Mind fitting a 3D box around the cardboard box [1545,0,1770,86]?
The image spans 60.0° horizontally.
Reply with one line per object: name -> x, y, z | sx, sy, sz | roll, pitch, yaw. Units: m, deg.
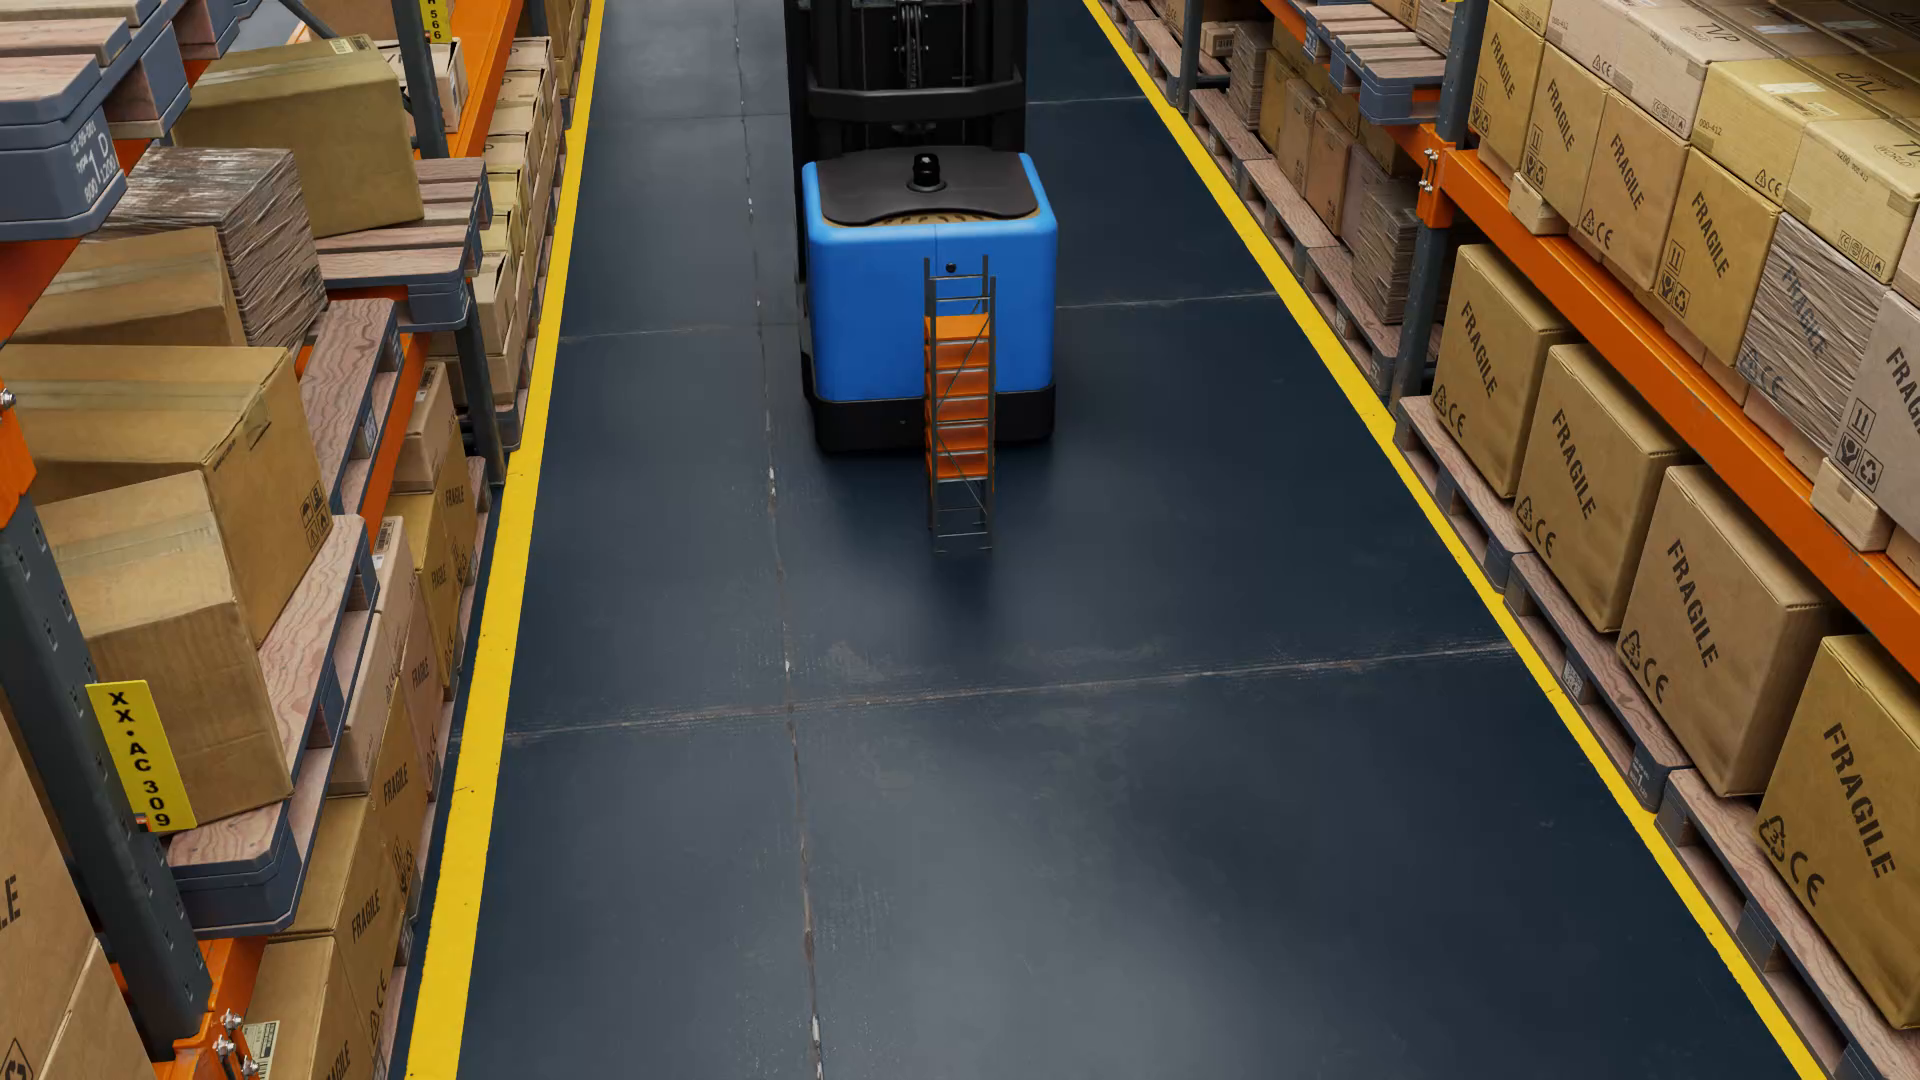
cardboard box -> 2.343, -1.750, 5.617 | 0.500, 0.250, 0.500 | -5, 35, -7

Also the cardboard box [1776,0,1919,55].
cardboard box -> 2.914, -1.513, 5.270 | 0.500, 0.250, 0.500 | -5, 35, -8

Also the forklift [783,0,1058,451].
forklift -> -0.270, -2.411, 7.685 | 1.130, 2.935, 3.031 | -4, 34, -6

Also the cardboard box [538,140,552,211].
cardboard box -> -2.503, -1.955, 9.024 | 0.500, 0.250, 0.500 | -4, 34, -5

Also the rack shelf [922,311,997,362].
rack shelf -> -0.002, -0.765, 6.246 | 0.258, 0.103, 0.180 | -4, 35, -6

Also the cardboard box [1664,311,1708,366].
cardboard box -> 2.496, -0.688, 5.302 | 0.380, 0.149, 0.250 | -4, 34, -6

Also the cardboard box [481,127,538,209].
cardboard box -> -2.438, -1.911, 8.461 | 0.500, 0.311, 0.500 | -5, 35, -7

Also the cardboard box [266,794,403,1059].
cardboard box -> -1.812, 1.035, 4.396 | 0.500, 0.500, 0.500 | -4, 34, -6

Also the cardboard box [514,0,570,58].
cardboard box -> -2.734, -3.325, 10.368 | 0.500, 0.500, 0.500 | -4, 35, -6

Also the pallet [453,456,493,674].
pallet -> -2.381, 0.109, 6.403 | 1.003, 0.211, 1.213 | -4, 35, -6

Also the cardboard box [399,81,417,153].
cardboard box -> -2.450, -1.632, 6.561 | 0.500, 0.311, 0.500 | -2, 34, -3

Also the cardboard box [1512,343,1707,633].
cardboard box -> 2.545, -0.216, 5.939 | 0.750, 0.750, 0.750 | -5, 35, -7

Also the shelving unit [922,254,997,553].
shelving unit -> -0.002, -0.504, 6.424 | 0.258, 1.200, 0.189 | -4, 35, -6

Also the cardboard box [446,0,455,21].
cardboard box -> -2.757, -2.733, 8.008 | 0.500, 0.500, 0.500 | -4, 35, -6

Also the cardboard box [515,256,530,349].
cardboard box -> -2.292, -1.095, 7.762 | 0.500, 0.250, 0.500 | -5, 35, -8

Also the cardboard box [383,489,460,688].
cardboard box -> -2.016, 0.181, 5.650 | 0.500, 0.500, 0.500 | -6, 35, -8

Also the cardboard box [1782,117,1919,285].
cardboard box -> 2.558, -0.902, 4.374 | 0.500, 0.250, 0.500 | -4, 34, -5

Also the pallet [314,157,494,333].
pallet -> -2.283, -1.011, 5.740 | 1.213, 0.211, 1.003 | -4, 35, -6

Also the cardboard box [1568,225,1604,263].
cardboard box -> 2.412, -1.116, 5.930 | 0.380, 0.149, 0.250 | -5, 35, -7

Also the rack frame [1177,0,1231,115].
rack frame -> 1.926, -4.072, 10.062 | 1.000, 3.000, 0.127 | -4, 35, -6

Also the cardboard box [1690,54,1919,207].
cardboard box -> 2.489, -1.187, 4.791 | 0.500, 0.250, 0.500 | -5, 35, -7

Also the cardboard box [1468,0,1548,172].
cardboard box -> 2.276, -1.722, 6.243 | 0.500, 0.500, 0.500 | -3, 34, -5

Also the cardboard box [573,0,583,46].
cardboard box -> -2.868, -3.573, 11.398 | 0.500, 0.250, 0.500 | -4, 35, -6

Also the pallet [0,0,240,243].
pallet -> -1.924, -0.762, 2.708 | 1.213, 0.211, 1.003 | -4, 35, -6

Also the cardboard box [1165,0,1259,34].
cardboard box -> 1.747, -3.797, 11.487 | 0.500, 0.500, 0.500 | -7, 35, -10

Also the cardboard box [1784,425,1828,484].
cardboard box -> 2.568, -0.251, 4.660 | 0.380, 0.149, 0.250 | -4, 35, -6

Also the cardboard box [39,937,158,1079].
cardboard box -> -1.584, 0.987, 2.549 | 0.500, 0.500, 0.500 | -4, 34, -6

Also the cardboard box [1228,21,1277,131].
cardboard box -> 2.042, -2.812, 10.041 | 0.700, 0.500, 0.500 | -3, 34, -5

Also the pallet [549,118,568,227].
pallet -> -2.844, -2.135, 9.695 | 1.003, 0.211, 1.213 | -4, 35, -6

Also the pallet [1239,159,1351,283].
pallet -> 2.200, -1.803, 9.209 | 1.003, 0.211, 1.213 | -4, 35, -6

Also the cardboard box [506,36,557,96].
cardboard box -> -2.643, -2.760, 9.707 | 0.500, 0.311, 0.500 | -4, 35, -6

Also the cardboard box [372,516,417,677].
cardboard box -> -1.932, 0.184, 4.979 | 0.500, 0.250, 0.500 | -5, 35, -7

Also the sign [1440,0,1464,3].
sign -> 1.928, -2.240, 6.415 | 0.100, 0.325, 0.005 | -4, 35, -6

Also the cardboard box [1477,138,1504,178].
cardboard box -> 2.279, -1.543, 6.556 | 0.380, 0.149, 0.250 | -5, 35, -7

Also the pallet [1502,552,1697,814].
pallet -> 2.656, 0.437, 5.921 | 1.003, 0.211, 1.213 | -4, 35, -6

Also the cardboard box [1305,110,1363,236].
cardboard box -> 2.267, -1.958, 8.789 | 0.700, 0.500, 0.500 | -5, 35, -7

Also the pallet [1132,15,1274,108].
pallet -> 1.801, -3.292, 11.393 | 1.003, 0.211, 1.213 | -4, 35, -6

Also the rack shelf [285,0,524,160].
rack shelf -> -2.713, -2.282, 8.073 | 1.077, 0.370, 4.000 | -4, 35, -6

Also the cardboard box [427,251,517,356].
cardboard box -> -2.223, -1.046, 7.193 | 0.500, 0.311, 0.500 | -3, 34, -5

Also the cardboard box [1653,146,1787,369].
cardboard box -> 2.481, -0.862, 4.981 | 0.500, 0.500, 0.500 | -3, 34, -5

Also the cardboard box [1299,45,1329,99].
cardboard box -> 2.178, -2.586, 9.044 | 0.500, 0.250, 0.500 | -5, 35, -8

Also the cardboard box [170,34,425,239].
cardboard box -> -2.248, -1.335, 5.583 | 0.700, 0.500, 0.500 | -16, 37, -22

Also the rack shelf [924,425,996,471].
rack shelf -> -0.002, -0.368, 6.517 | 0.258, 0.103, 0.180 | -4, 35, -6

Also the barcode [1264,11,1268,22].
barcode -> 2.109, -3.602, 11.450 | 0.001, 0.075, 0.075 | -4, 35, -6

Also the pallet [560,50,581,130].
pallet -> -3.047, -2.990, 10.950 | 1.003, 0.211, 1.213 | -4, 35, -6

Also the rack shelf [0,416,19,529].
rack shelf -> -1.637, 0.943, 0.678 | 1.077, 0.370, 4.000 | -4, 35, -6

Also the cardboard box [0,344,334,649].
cardboard box -> -1.903, -0.106, 3.780 | 0.700, 0.500, 0.500 | 1, 34, 1
